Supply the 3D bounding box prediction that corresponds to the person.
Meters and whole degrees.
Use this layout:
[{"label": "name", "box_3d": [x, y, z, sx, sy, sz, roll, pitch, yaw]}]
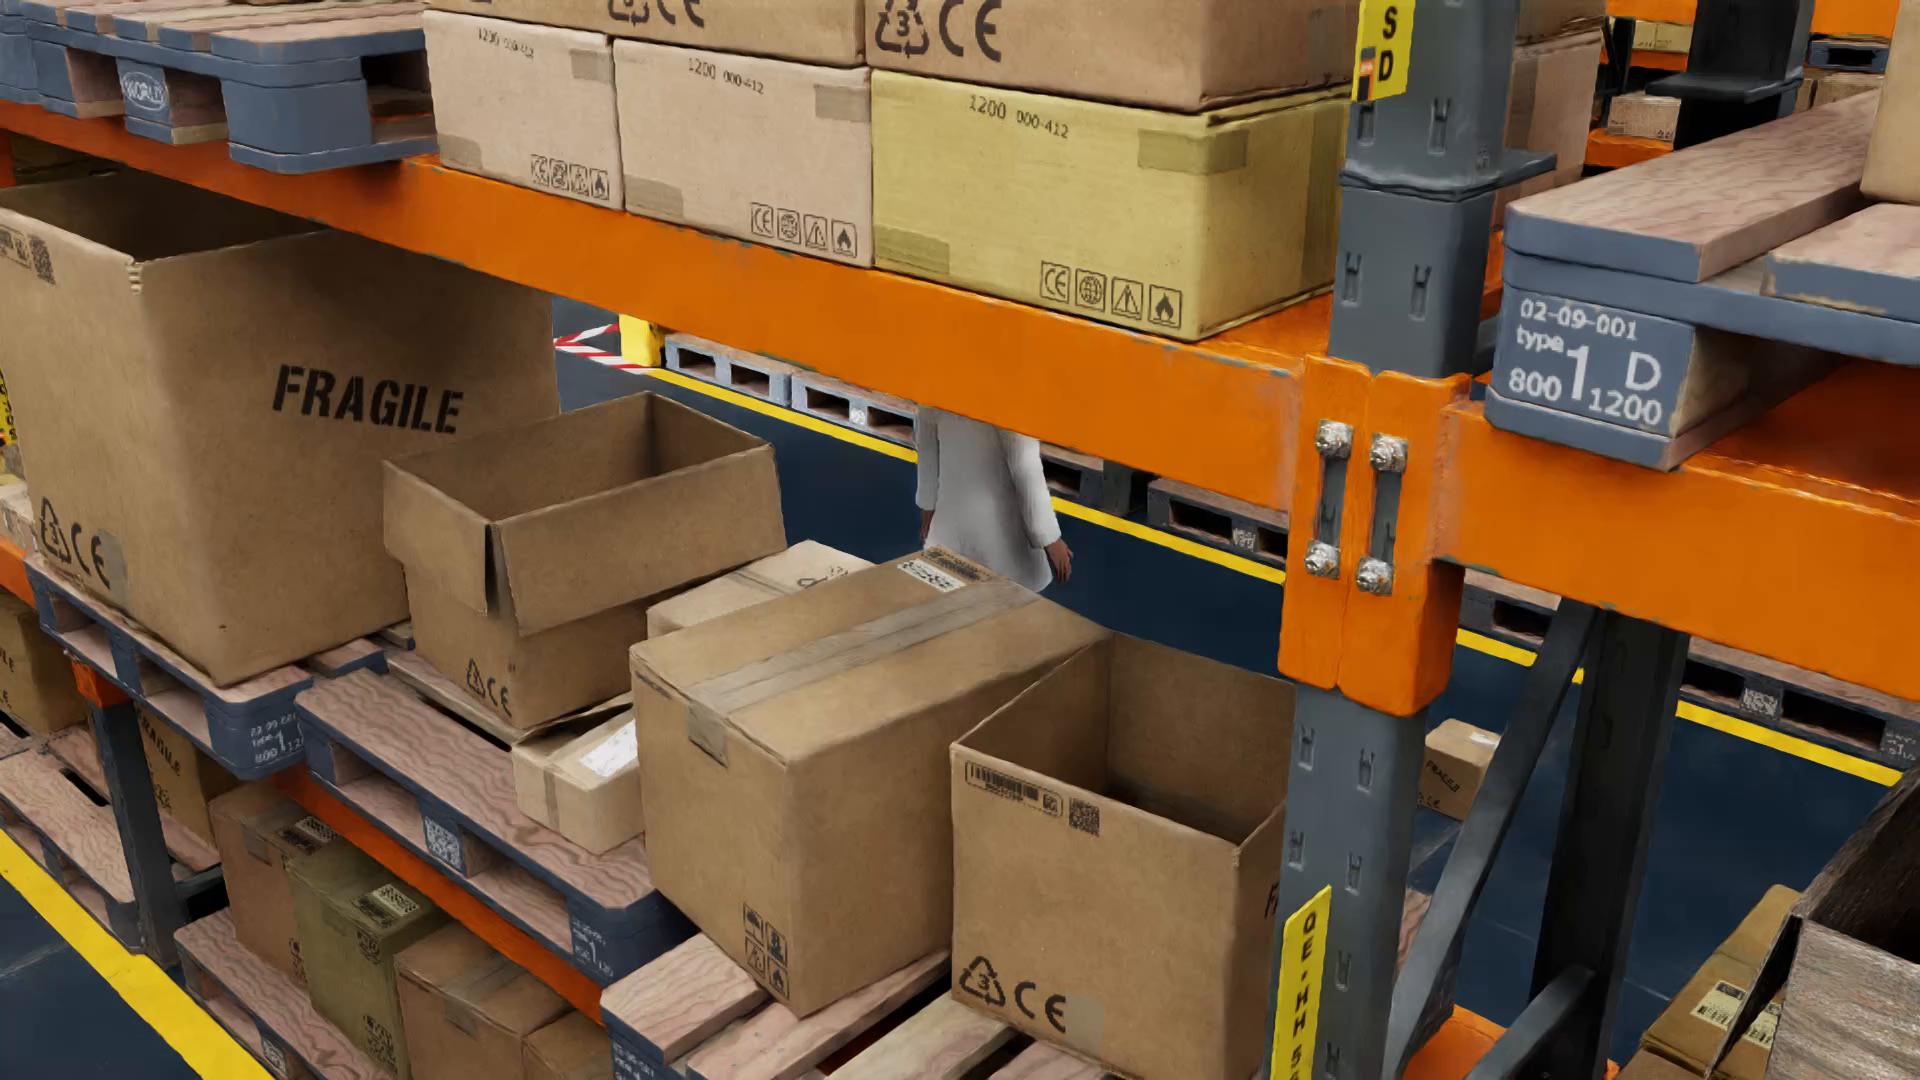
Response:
[{"label": "person", "box_3d": [0.129, -0.061, 6.215, 0.738, 1.761, 0.638, 22, 32, 40]}]
